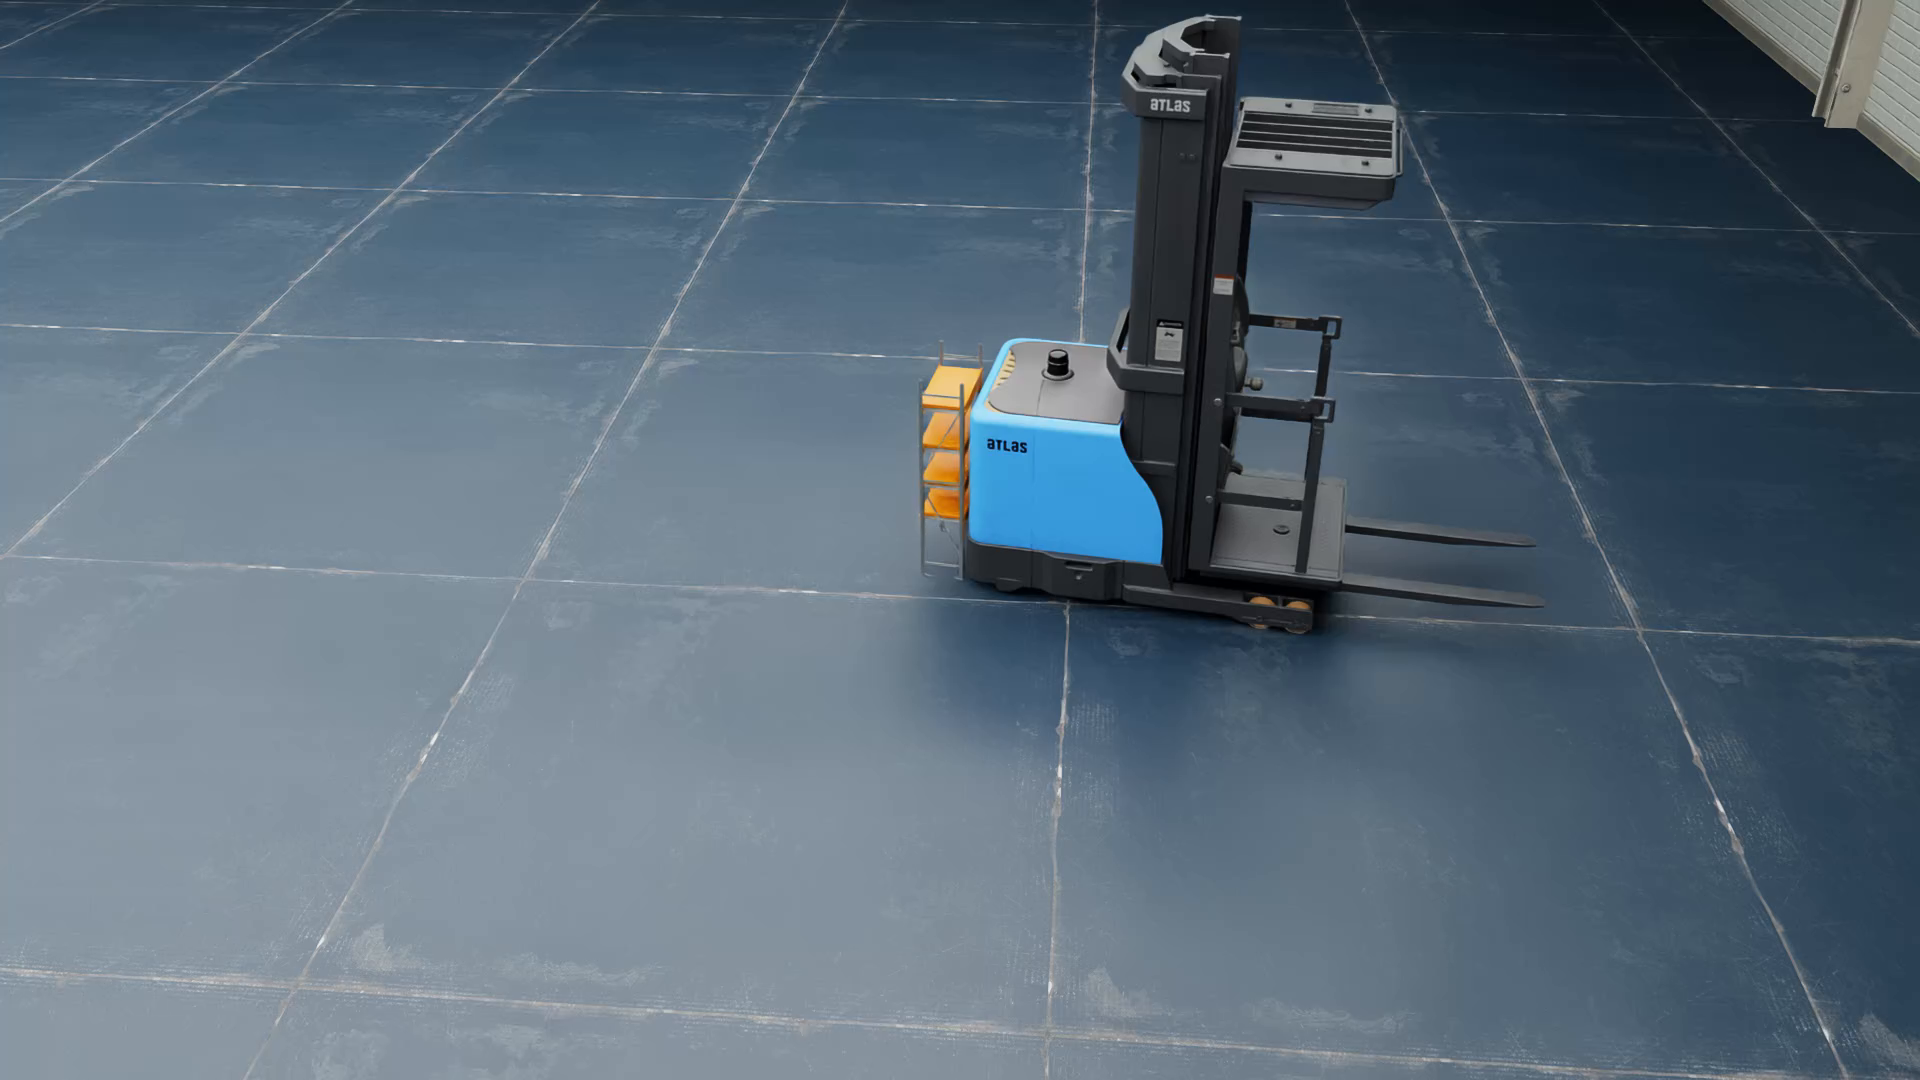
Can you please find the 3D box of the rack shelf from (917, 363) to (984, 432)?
[{"bbox_3d":[-0.046,-0.764,8.878,0.258,0.148,0.480,7,32,10],"label":"rack shelf"}]

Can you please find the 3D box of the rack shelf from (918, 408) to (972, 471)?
[{"bbox_3d":[-0.047,-0.563,9.002,0.258,0.148,0.480,7,32,10],"label":"rack shelf"}]

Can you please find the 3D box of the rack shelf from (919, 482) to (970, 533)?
[{"bbox_3d":[-0.047,-0.204,9.224,0.258,0.148,0.480,7,32,10],"label":"rack shelf"}]

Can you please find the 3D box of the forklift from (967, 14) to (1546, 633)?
[{"bbox_3d":[1.610,-1.064,8.463,3.031,2.935,1.130,7,32,11],"label":"forklift"}]

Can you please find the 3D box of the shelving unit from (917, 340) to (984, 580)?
[{"bbox_3d":[-0.047,-0.430,9.084,0.258,1.200,0.503,7,32,10],"label":"shelving unit"}]

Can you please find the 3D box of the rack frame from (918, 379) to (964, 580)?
[{"bbox_3d":[-0.098,-0.305,8.881,0.240,1.200,0.015,7,32,10],"label":"rack frame"}]

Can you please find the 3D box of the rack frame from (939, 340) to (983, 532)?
[{"bbox_3d":[0.005,-0.555,9.287,0.240,1.200,0.015,7,32,10],"label":"rack frame"}]

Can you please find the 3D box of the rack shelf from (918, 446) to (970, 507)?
[{"bbox_3d":[-0.047,-0.373,9.119,0.258,0.148,0.480,7,32,10],"label":"rack shelf"}]

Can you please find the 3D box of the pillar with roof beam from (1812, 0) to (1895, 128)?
[{"bbox_3d":[4.187,-8.069,14.046,9.100,9.000,0.400,2,32,4],"label":"pillar with roof beam"}]
